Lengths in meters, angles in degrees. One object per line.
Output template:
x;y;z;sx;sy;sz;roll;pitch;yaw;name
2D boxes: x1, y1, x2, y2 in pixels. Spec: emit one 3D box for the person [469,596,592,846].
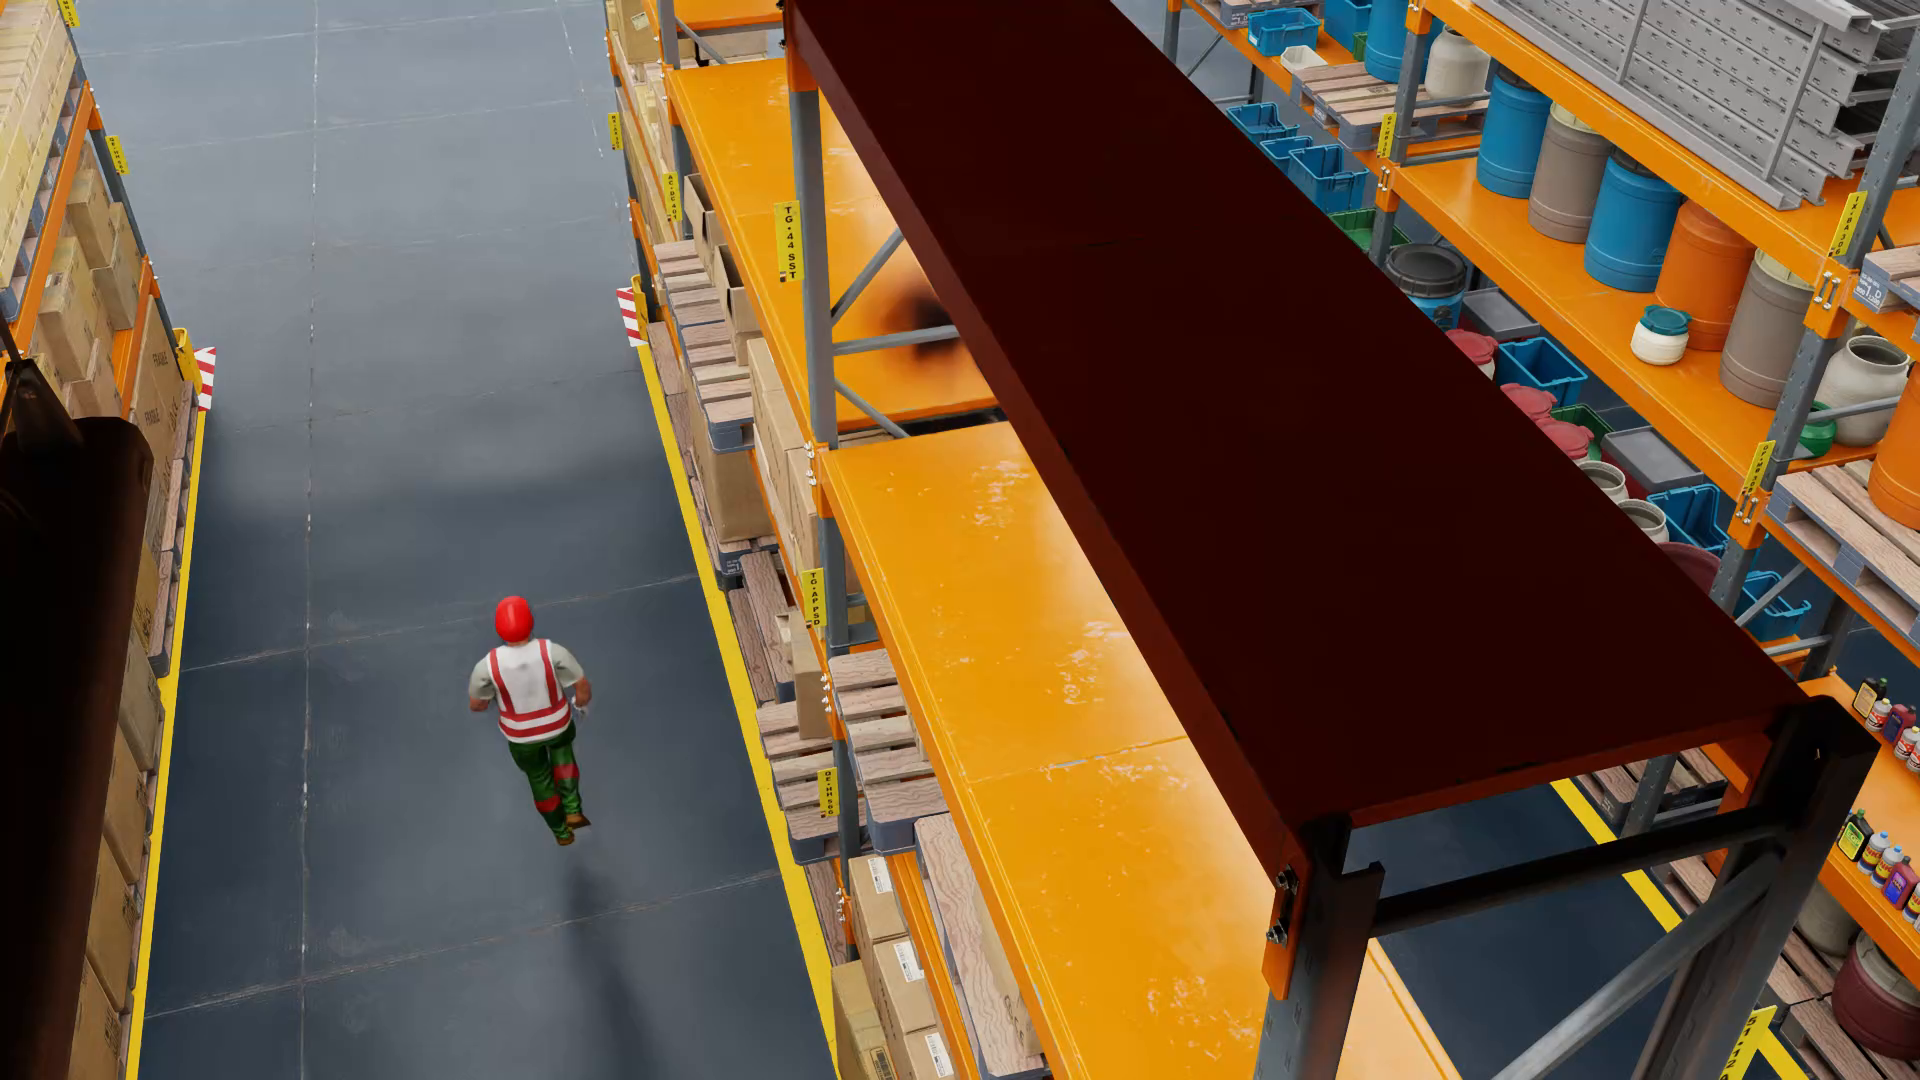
-2.469;1.030;9.648;0.668;1.768;0.551;-14;40;-16;person
